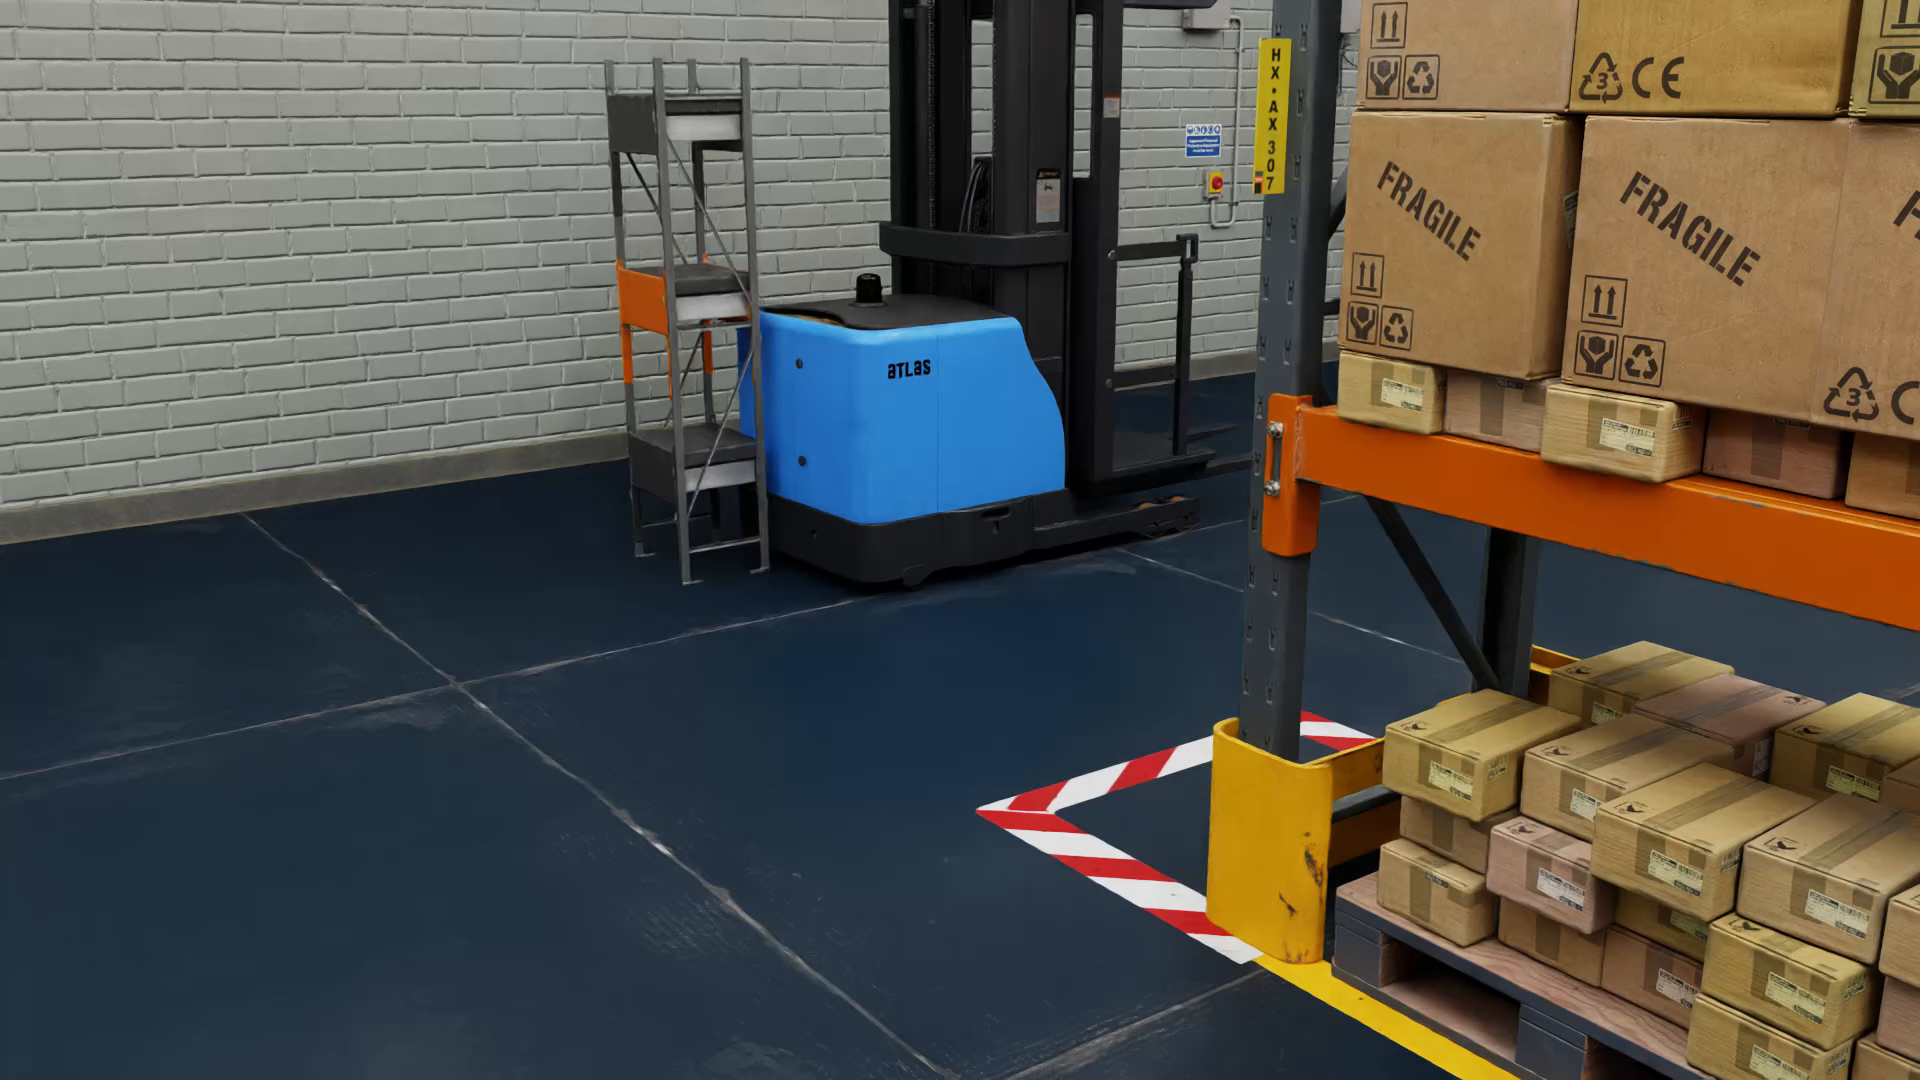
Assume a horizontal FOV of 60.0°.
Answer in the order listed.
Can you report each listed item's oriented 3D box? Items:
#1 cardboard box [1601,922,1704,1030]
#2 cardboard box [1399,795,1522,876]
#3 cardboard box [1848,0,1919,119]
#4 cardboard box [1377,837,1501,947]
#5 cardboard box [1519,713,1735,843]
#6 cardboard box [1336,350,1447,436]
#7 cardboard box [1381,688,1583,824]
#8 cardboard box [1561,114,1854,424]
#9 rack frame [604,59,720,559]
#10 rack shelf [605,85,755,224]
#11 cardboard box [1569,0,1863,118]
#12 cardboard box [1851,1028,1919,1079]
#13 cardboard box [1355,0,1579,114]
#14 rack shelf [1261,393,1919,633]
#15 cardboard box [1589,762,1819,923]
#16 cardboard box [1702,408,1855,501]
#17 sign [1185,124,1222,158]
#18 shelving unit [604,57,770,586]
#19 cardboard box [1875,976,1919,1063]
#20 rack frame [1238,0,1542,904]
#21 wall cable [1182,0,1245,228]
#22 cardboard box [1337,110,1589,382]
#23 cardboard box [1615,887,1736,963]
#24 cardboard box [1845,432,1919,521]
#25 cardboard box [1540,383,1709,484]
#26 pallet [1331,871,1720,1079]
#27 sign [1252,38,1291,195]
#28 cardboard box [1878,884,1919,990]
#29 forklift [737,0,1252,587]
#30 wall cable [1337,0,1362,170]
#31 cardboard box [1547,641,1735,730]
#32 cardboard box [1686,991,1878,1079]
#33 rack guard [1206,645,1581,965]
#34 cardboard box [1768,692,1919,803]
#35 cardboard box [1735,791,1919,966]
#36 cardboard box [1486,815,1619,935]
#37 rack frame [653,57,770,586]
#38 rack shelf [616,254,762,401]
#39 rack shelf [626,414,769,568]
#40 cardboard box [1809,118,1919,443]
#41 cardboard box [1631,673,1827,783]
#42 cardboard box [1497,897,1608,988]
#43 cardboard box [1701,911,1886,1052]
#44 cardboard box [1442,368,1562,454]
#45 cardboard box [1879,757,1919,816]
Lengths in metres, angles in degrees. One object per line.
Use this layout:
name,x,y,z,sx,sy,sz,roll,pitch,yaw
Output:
cardboard box,1.537,0.847,3.404,0.380,0.149,0.250,-11,19,-34
cardboard box,1.217,0.599,3.748,0.380,0.149,0.250,-10,18,-32
cardboard box,1.755,-0.898,2.527,0.500,0.500,0.500,-11,19,-36
cardboard box,1.165,0.752,3.752,0.380,0.149,0.250,-10,18,-33
cardboard box,1.409,0.508,3.515,0.380,0.149,0.250,-10,18,-34
cardboard box,1.042,-0.341,3.616,0.380,0.149,0.250,-11,19,-35
cardboard box,1.150,0.468,3.662,0.380,0.149,0.250,-12,19,-37
cardboard box,1.492,-0.525,3.059,0.500,0.500,0.500,-11,19,-34
rack frame,-1.259,-0.960,7.096,0.400,2.100,0.015,-11,19,-32
rack shelf,-1.130,-1.567,6.715,0.431,0.518,0.480,-11,19,-32
cardboard box,1.467,-1.012,2.946,0.500,0.500,0.500,-10,18,-33
cardboard box,1.826,0.958,2.997,0.380,0.149,0.250,-11,19,-34
cardboard box,1.166,-1.119,3.336,0.500,0.500,0.500,-11,19,-35
rack shelf,2.292,0.192,2.556,1.077,0.370,4.000,-11,19,-35
cardboard box,1.454,0.582,3.246,0.380,0.149,0.250,-11,19,-35
cardboard box,1.603,-0.193,3.076,0.380,0.149,0.250,-10,18,-32
sign,1.652,-2.708,11.278,0.327,0.218,0.001,-11,19,-35
shelving unit,-1.124,-0.906,6.900,0.431,2.100,0.503,-11,19,-32
cardboard box,1.844,0.818,2.947,0.380,0.149,0.250,-12,19,-37
rack frame,1.116,-0.582,4.021,1.000,3.000,0.127,-11,19,-35
wall cable,1.727,-3.078,11.155,0.585,1.953,0.123,-11,19,-35
cardboard box,1.157,-0.635,3.462,0.500,0.500,0.500,-10,18,-32
cardboard box,1.548,0.704,3.362,0.380,0.149,0.250,-11,19,-34
cardboard box,1.743,-0.131,2.850,0.380,0.149,0.250,-11,19,-35
cardboard box,1.340,-0.227,3.200,0.380,0.149,0.250,-12,19,-36
pallet,1.610,0.958,3.676,1.003,0.211,1.213,-11,19,-35
sign,0.678,-0.915,3.599,0.100,0.325,0.005,-11,19,-35
cardboard box,1.822,0.683,2.878,0.380,0.149,0.250,-10,18,-32
forklift,0.495,-1.516,7.564,3.031,2.935,1.130,-12,19,-37
wall cable,2.867,-3.285,11.972,0.588,1.984,0.122,-11,19,-35
cardboard box,1.633,0.377,3.994,0.380,0.149,0.250,-11,19,-34
cardboard box,1.599,0.919,3.142,0.380,0.149,0.250,-11,19,-34
rack guard,1.161,0.640,4.292,1.175,0.500,0.348,-11,19,-35
cardboard box,1.989,0.475,3.636,0.380,0.149,0.250,-11,19,-36
cardboard box,1.666,0.622,3.099,0.380,0.149,0.250,-12,19,-37
cardboard box,1.332,0.666,3.503,0.380,0.149,0.250,-11,19,-35
rack frame,-0.989,-0.853,6.704,0.400,2.100,0.015,-11,19,-32
rack shelf,-1.124,-0.893,6.904,0.431,0.518,0.480,-11,19,-32
rack shelf,-1.118,-0.219,7.093,0.431,0.518,0.480,-11,19,-32
cardboard box,1.770,-0.418,2.669,0.500,0.500,0.500,-11,19,-34
cardboard box,1.734,0.440,3.766,0.380,0.149,0.250,-10,18,-33
cardboard box,1.386,0.795,3.594,0.380,0.149,0.250,-11,19,-35
cardboard box,1.611,0.776,3.100,0.380,0.149,0.250,-10,18,-33
cardboard box,1.225,-0.293,3.440,0.380,0.149,0.250,-10,18,-33
cardboard box,2.090,0.540,3.398,0.380,0.149,0.250,-12,19,-37
